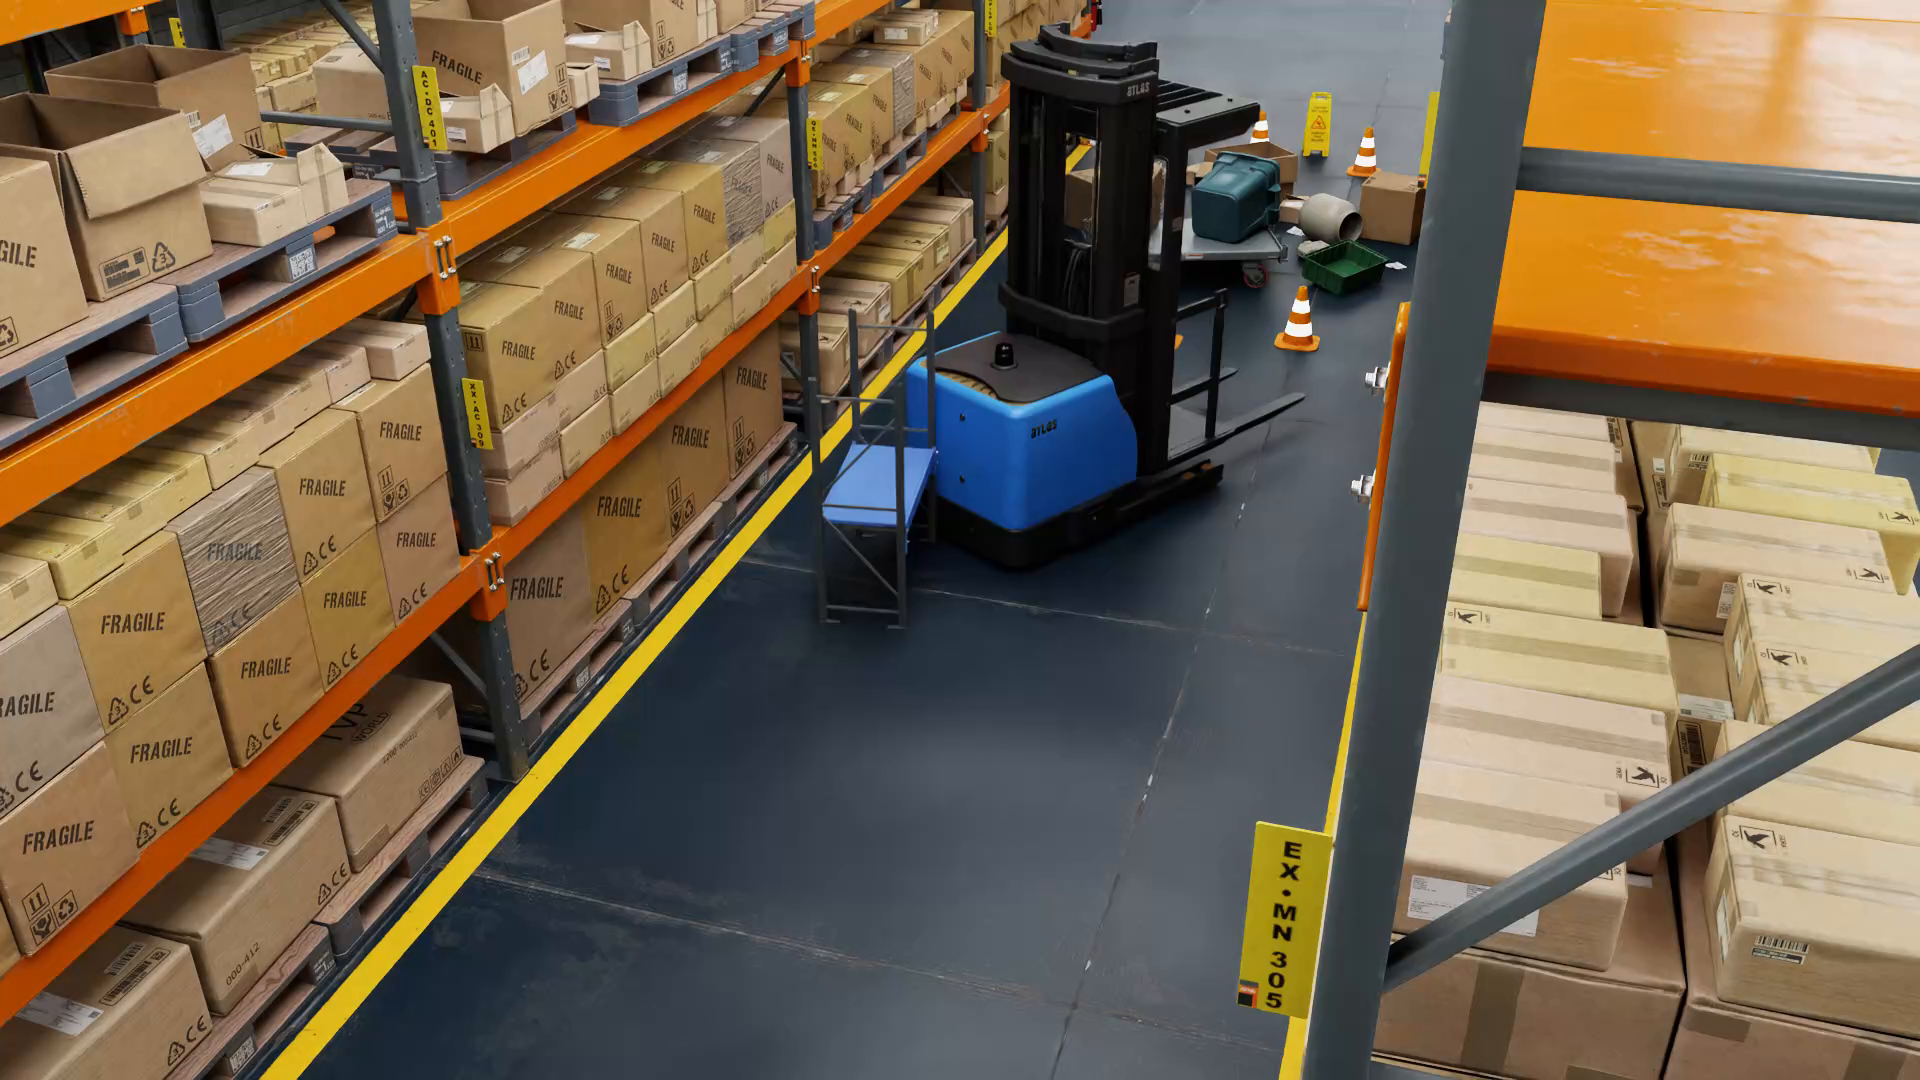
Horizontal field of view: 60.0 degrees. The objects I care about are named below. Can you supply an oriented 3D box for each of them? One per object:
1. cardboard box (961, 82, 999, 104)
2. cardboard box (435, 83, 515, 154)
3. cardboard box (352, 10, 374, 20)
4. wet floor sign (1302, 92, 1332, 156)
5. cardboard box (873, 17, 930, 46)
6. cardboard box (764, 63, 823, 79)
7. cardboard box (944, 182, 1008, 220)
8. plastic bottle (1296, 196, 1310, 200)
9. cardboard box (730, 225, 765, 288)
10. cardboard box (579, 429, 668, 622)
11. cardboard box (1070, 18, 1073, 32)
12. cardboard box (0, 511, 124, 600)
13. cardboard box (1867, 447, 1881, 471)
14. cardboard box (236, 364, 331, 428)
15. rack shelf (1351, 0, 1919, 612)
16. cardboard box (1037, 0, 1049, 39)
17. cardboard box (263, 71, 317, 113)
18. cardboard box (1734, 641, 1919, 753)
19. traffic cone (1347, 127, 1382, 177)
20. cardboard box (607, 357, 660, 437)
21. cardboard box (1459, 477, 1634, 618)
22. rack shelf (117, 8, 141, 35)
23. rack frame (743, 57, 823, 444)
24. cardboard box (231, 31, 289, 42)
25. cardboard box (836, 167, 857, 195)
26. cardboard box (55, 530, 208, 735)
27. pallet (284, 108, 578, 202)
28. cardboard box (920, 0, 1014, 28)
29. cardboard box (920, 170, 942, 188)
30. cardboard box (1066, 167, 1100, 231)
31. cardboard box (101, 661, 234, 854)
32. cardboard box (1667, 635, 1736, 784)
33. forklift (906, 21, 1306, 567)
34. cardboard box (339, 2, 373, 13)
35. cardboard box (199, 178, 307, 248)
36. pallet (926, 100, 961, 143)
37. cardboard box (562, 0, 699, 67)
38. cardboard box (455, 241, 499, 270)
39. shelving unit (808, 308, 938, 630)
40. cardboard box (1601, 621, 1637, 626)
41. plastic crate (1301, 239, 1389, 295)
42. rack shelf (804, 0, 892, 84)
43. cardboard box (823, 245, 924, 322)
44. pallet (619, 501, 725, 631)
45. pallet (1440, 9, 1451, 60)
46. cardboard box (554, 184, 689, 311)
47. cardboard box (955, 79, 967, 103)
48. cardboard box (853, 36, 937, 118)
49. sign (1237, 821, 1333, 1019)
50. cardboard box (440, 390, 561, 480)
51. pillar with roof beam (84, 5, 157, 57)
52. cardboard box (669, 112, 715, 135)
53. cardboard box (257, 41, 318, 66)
[{"bbox_3d":[0.124,-3.919,14.502,0.380,0.149,0.250,8,30,15],"label":"cardboard box"},{"bbox_3d":[-2.142,-1.828,7.107,0.396,0.266,0.258,8,30,14],"label":"cardboard box"},{"bbox_3d":[-5.090,-4.542,14.595,0.380,0.149,0.250,8,30,15],"label":"cardboard box"},{"bbox_3d":[3.777,-4.395,17.521,0.267,0.644,0.232,3,29,6],"label":"wet floor sign"},{"bbox_3d":[-0.442,-3.869,12.646,0.380,0.149,0.250,7,30,13],"label":"cardboard box"},{"bbox_3d":[-1.293,-3.154,12.028,0.500,0.500,0.500,6,30,11],"label":"cardboard box"},{"bbox_3d":[0.156,-3.145,15.250,0.500,0.250,0.500,7,30,13],"label":"cardboard box"},{"bbox_3d":[3.343,-3.257,16.076,0.133,0.061,0.283,-1,29,-3],"label":"plastic bottle"},{"bbox_3d":[-1.495,-1.722,9.935,0.500,0.250,0.500,8,30,14],"label":"cardboard box"},{"bbox_3d":[-2.260,-0.186,9.287,0.875,0.875,0.875,9,30,16],"label":"cardboard box"},{"bbox_3d":[0.930,-5.223,16.847,0.380,0.149,0.250,8,30,14],"label":"cardboard box"},{"bbox_3d":[-2.933,0.045,5.321,0.380,0.149,0.250,8,30,14],"label":"cardboard box"},{"bbox_3d":[1.898,-0.279,3.845,0.380,0.149,0.250,8,30,14],"label":"cardboard box"},{"bbox_3d":[-2.673,-0.564,6.415,0.380,0.149,0.250,9,30,15],"label":"cardboard box"},{"bbox_3d":[1.552,-0.927,3.438,1.077,0.370,4.000,8,30,15],"label":"rack shelf"},{"bbox_3d":[0.535,-4.972,15.728,0.500,0.500,0.500,9,30,15],"label":"cardboard box"},{"bbox_3d":[-5.512,-3.573,13.262,0.500,0.250,0.500,8,30,14],"label":"cardboard box"},{"bbox_3d":[1.519,0.321,2.768,0.380,0.149,0.250,8,30,15],"label":"cardboard box"},{"bbox_3d":[4.148,-3.975,16.954,0.336,0.463,0.334,8,30,15],"label":"traffic cone"},{"bbox_3d":[-1.925,-0.788,8.770,0.500,0.250,0.500,8,30,14],"label":"cardboard box"},{"bbox_3d":[1.128,0.006,3.332,0.380,0.149,0.250,8,30,14],"label":"cardboard box"},{"bbox_3d":[-6.782,-2.843,9.964,1.077,0.370,4.000,8,30,15],"label":"rack shelf"},{"bbox_3d":[-1.449,-2.069,10.919,1.000,3.000,0.127,8,30,15],"label":"rack frame"},{"bbox_3d":[-5.821,-4.127,13.848,0.380,0.149,0.250,9,30,15],"label":"cardboard box"},{"bbox_3d":[-0.936,-2.514,11.546,0.380,0.149,0.250,7,30,12],"label":"cardboard box"},{"bbox_3d":[-2.950,0.272,5.579,0.500,0.500,0.500,9,30,15],"label":"cardboard box"},{"bbox_3d":[-2.401,-1.870,7.673,0.805,0.209,1.217,7,30,13],"label":"pallet"},{"bbox_3d":[0.062,-4.712,14.233,0.700,0.500,0.500,8,30,14],"label":"cardboard box"},{"bbox_3d":[-0.358,-3.551,15.208,0.500,0.500,0.500,8,30,14],"label":"cardboard box"},{"bbox_3d":[1.340,-3.140,15.414,0.500,0.500,0.500,-17,34,-28],"label":"cardboard box"},{"bbox_3d":[-2.962,0.715,5.811,0.500,0.500,0.500,10,30,17],"label":"cardboard box"},{"bbox_3d":[1.494,0.435,2.972,0.500,0.250,0.500,8,30,14],"label":"cardboard box"},{"bbox_3d":[1.085,-1.722,10.366,3.031,2.935,1.130,-24,37,-36],"label":"forklift"},{"bbox_3d":[-5.458,-4.712,14.899,0.380,0.149,0.250,7,30,13],"label":"cardboard box"},{"bbox_3d":[-2.582,-1.173,5.946,0.380,0.149,0.250,9,30,16],"label":"cardboard box"},{"bbox_3d":[-0.638,-3.510,13.706,1.003,0.211,1.213,8,30,15],"label":"pallet"},{"bbox_3d":[-1.689,-2.747,8.516,0.500,0.500,0.500,9,30,15],"label":"cardboard box"},{"bbox_3d":[-2.587,-1.176,8.182,0.500,0.500,0.500,9,30,16],"label":"cardboard box"},{"bbox_3d":[-0.471,-0.417,9.493,0.538,1.500,1.048,4,29,8],"label":"shelving unit"},{"bbox_3d":[1.005,0.356,3.114,0.500,0.250,0.500,8,30,14],"label":"cardboard box"},{"bbox_3d":[3.285,-2.333,14.226,0.662,0.188,0.450,-24,47,-37],"label":"plastic crate"},{"bbox_3d":[-0.862,-3.995,12.035,1.077,0.370,4.000,8,30,15],"label":"rack shelf"},{"bbox_3d":[-0.837,-2.061,13.176,0.950,0.372,0.625,10,30,17],"label":"cardboard box"},{"bbox_3d":[-2.112,0.070,9.942,1.003,0.211,1.213,8,30,15],"label":"pallet"},{"bbox_3d":[3.451,-2.945,9.602,1.213,0.211,1.003,10,31,17],"label":"pallet"},{"bbox_3d":[-1.801,-1.568,8.888,0.500,0.500,0.500,8,30,14],"label":"cardboard box"},{"bbox_3d":[-0.162,-3.723,13.719,0.380,0.149,0.250,9,30,16],"label":"cardboard box"},{"bbox_3d":[-0.493,-3.568,12.773,0.500,0.500,0.500,10,30,17],"label":"cardboard box"},{"bbox_3d":[0.440,0.522,2.265,0.100,0.325,0.005,8,30,15],"label":"sign"},{"bbox_3d":[-2.224,-0.527,7.787,0.500,0.250,0.500,8,30,13],"label":"cardboard box"},{"bbox_3d":[-2.559,-5.517,10.947,9.100,9.000,0.400,8,30,15],"label":"pillar with roof beam"},{"bbox_3d":[-1.827,-2.355,10.302,0.500,0.500,0.500,8,30,13],"label":"cardboard box"},{"bbox_3d":[-5.467,-3.945,13.521,0.380,0.149,0.250,8,30,15],"label":"cardboard box"}]
